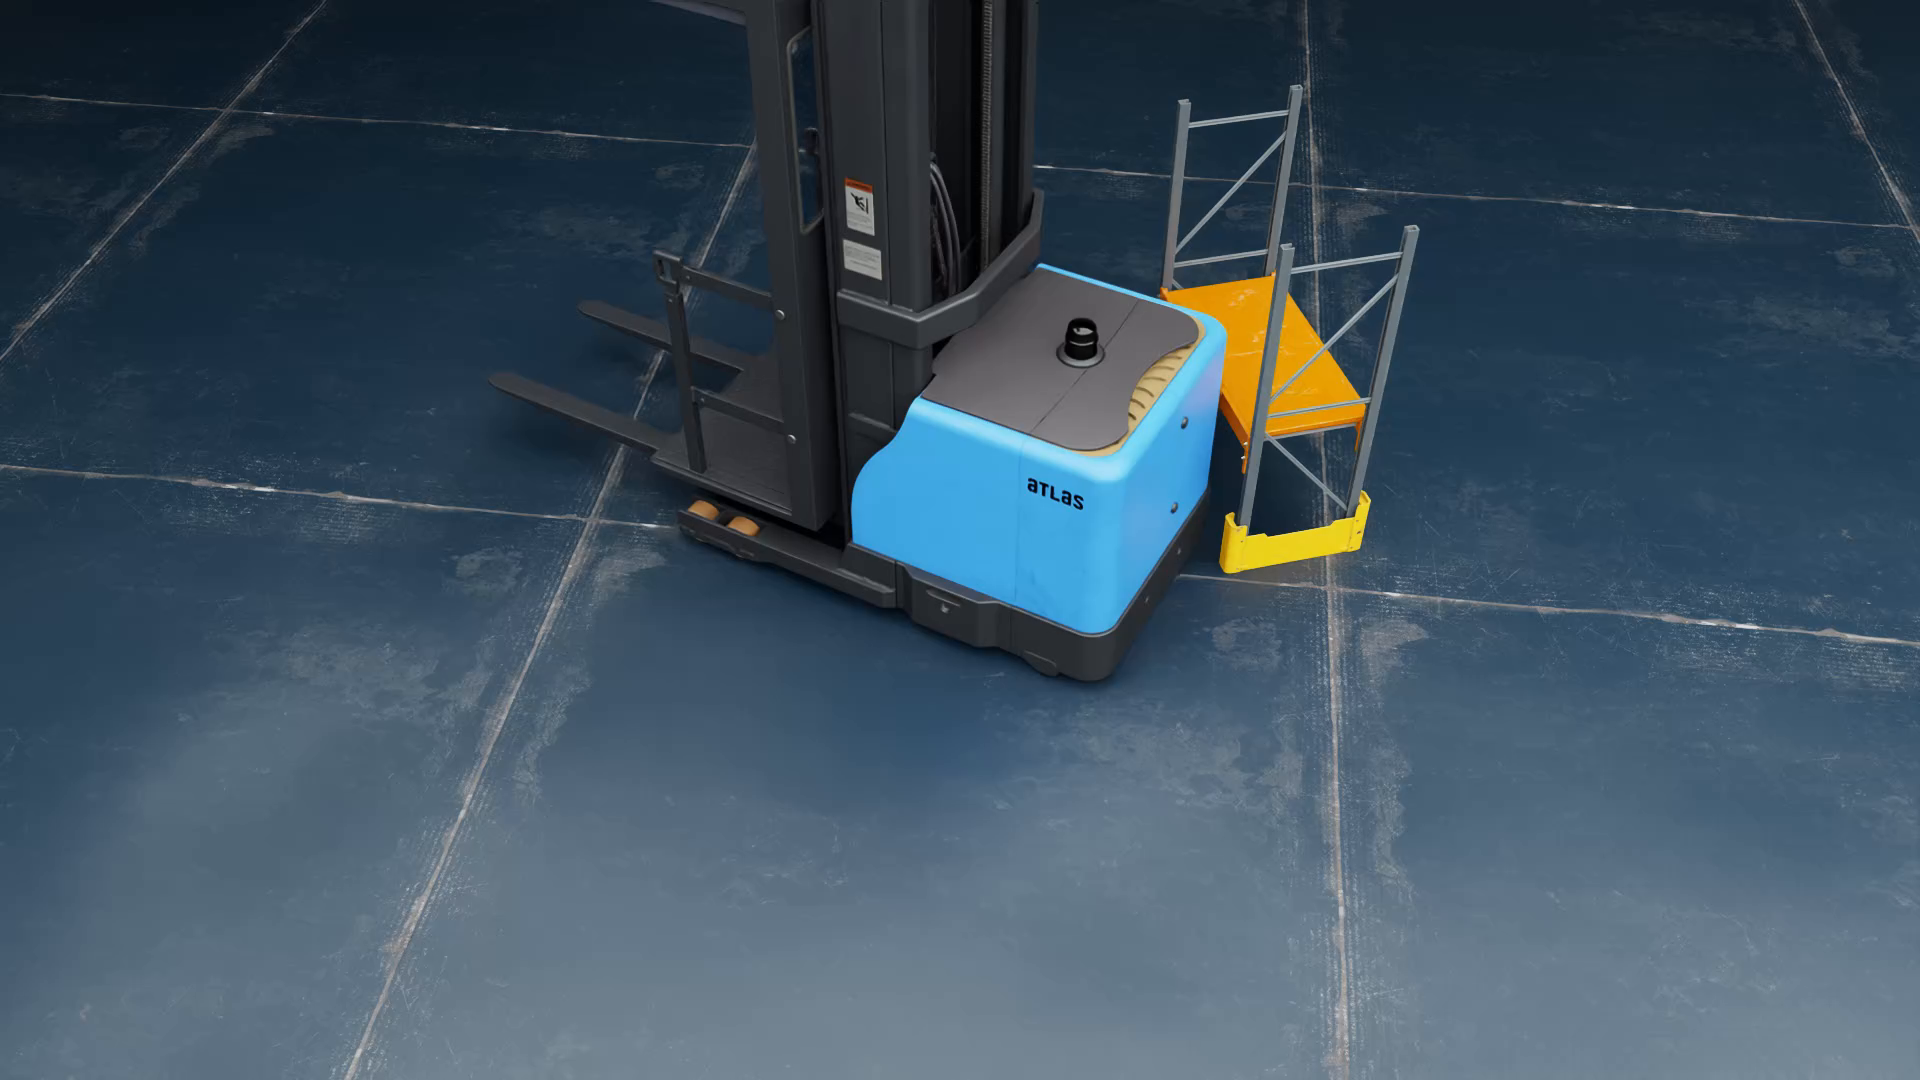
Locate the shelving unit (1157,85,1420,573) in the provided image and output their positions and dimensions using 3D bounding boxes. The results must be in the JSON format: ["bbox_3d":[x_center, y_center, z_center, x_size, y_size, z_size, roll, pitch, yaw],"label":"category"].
[{"bbox_3d":[1.204,-0.818,6.523,0.587,1.500,1.083,-10,44,-10],"label":"shelving unit"}]

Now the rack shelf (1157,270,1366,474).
[{"bbox_3d":[1.202,-0.693,6.653,0.538,0.185,1.000,-10,44,-10],"label":"rack shelf"}]

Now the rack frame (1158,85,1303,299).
[{"bbox_3d":[1.077,-1.163,6.887,0.500,1.500,0.032,-10,44,-10],"label":"rack frame"}]

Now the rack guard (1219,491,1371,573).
[{"bbox_3d":[1.327,-0.032,6.602,0.587,0.250,0.087,-10,44,-10],"label":"rack guard"}]

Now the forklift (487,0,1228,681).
[{"bbox_3d":[-0.553,-1.288,5.978,3.031,2.935,1.130,21,47,21],"label":"forklift"}]

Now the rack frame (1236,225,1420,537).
[{"bbox_3d":[1.327,-0.485,6.172,0.500,1.500,0.032,-10,44,-10],"label":"rack frame"}]
